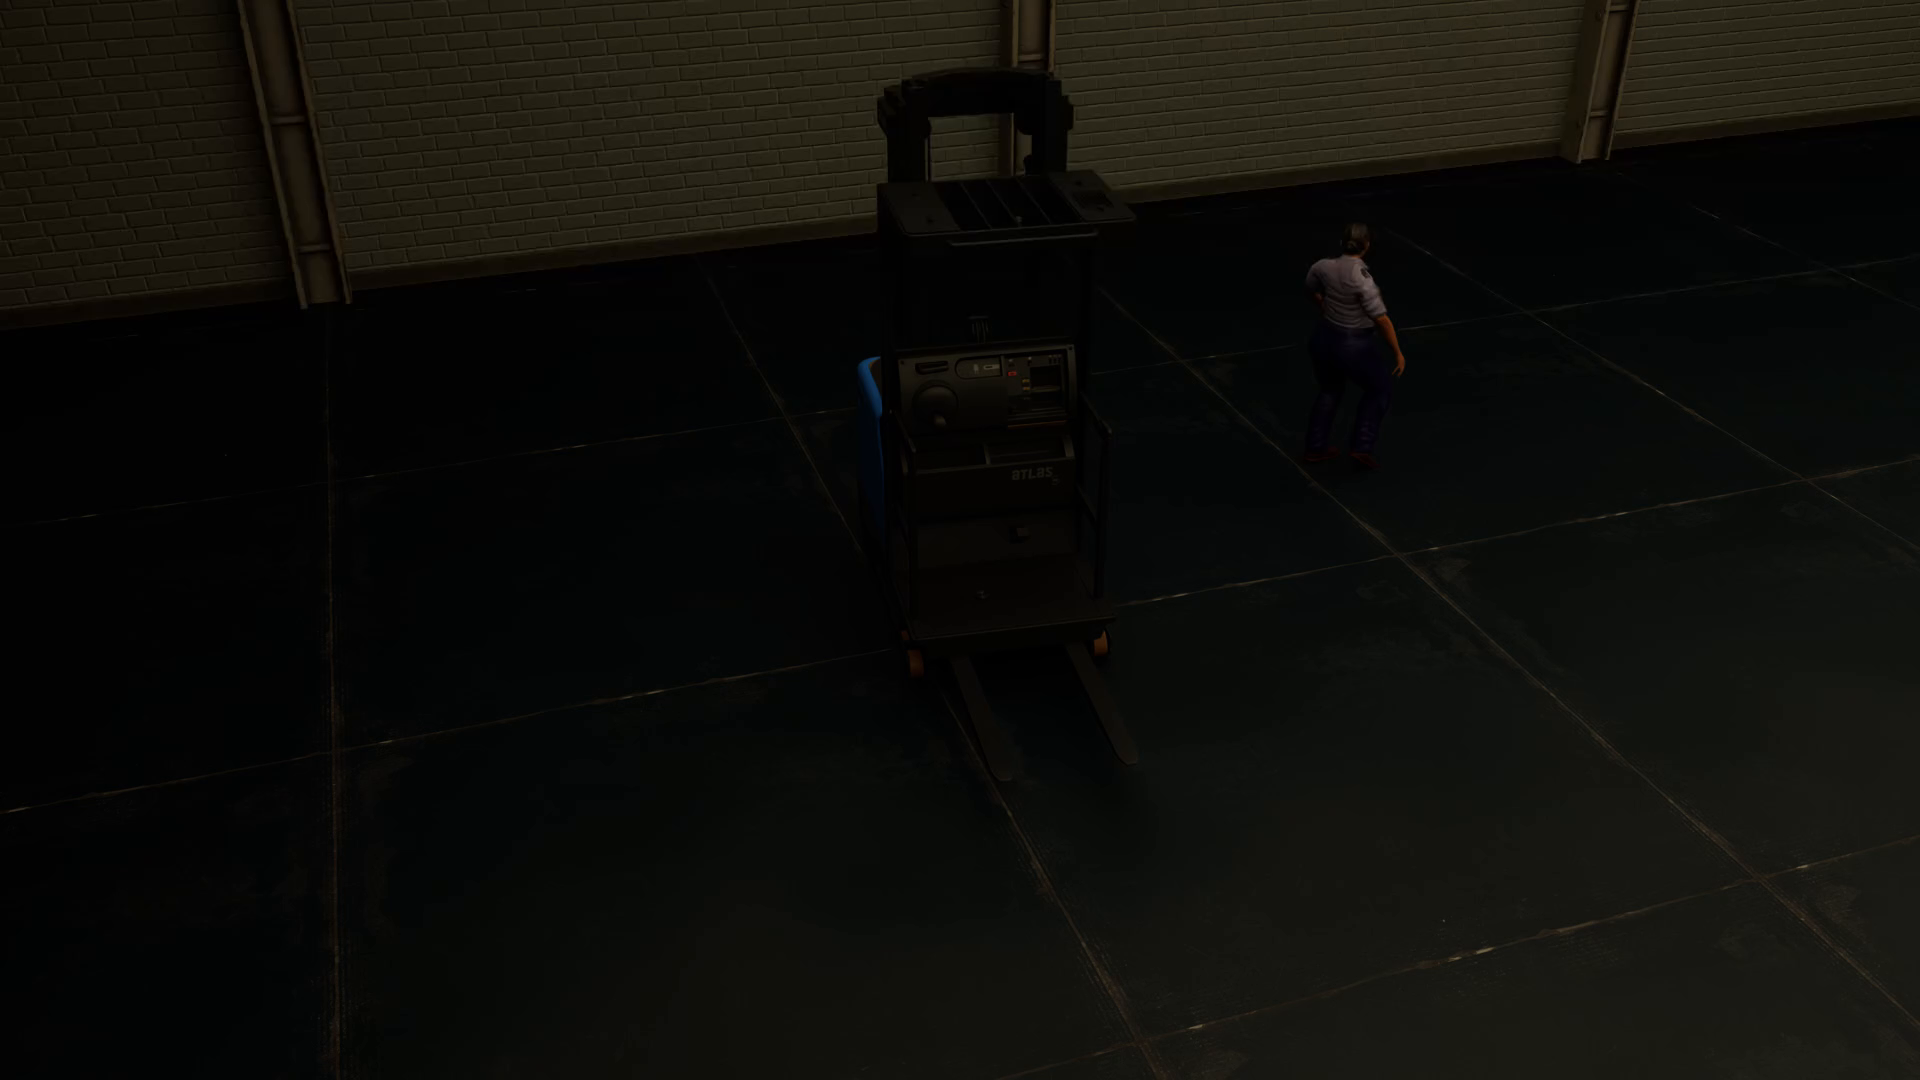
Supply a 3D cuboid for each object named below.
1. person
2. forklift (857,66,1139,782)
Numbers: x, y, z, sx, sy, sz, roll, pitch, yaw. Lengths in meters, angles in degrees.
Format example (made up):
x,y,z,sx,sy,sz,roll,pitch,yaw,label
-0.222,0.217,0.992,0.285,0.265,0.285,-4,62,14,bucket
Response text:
x,y,z,sx,sy,sz,roll,pitch,yaw,label
2.463,-1.217,10.567,0.462,1.672,0.843,-19,35,-29,person
0.191,-0.739,8.372,1.130,2.935,3.031,-6,30,-10,forklift
